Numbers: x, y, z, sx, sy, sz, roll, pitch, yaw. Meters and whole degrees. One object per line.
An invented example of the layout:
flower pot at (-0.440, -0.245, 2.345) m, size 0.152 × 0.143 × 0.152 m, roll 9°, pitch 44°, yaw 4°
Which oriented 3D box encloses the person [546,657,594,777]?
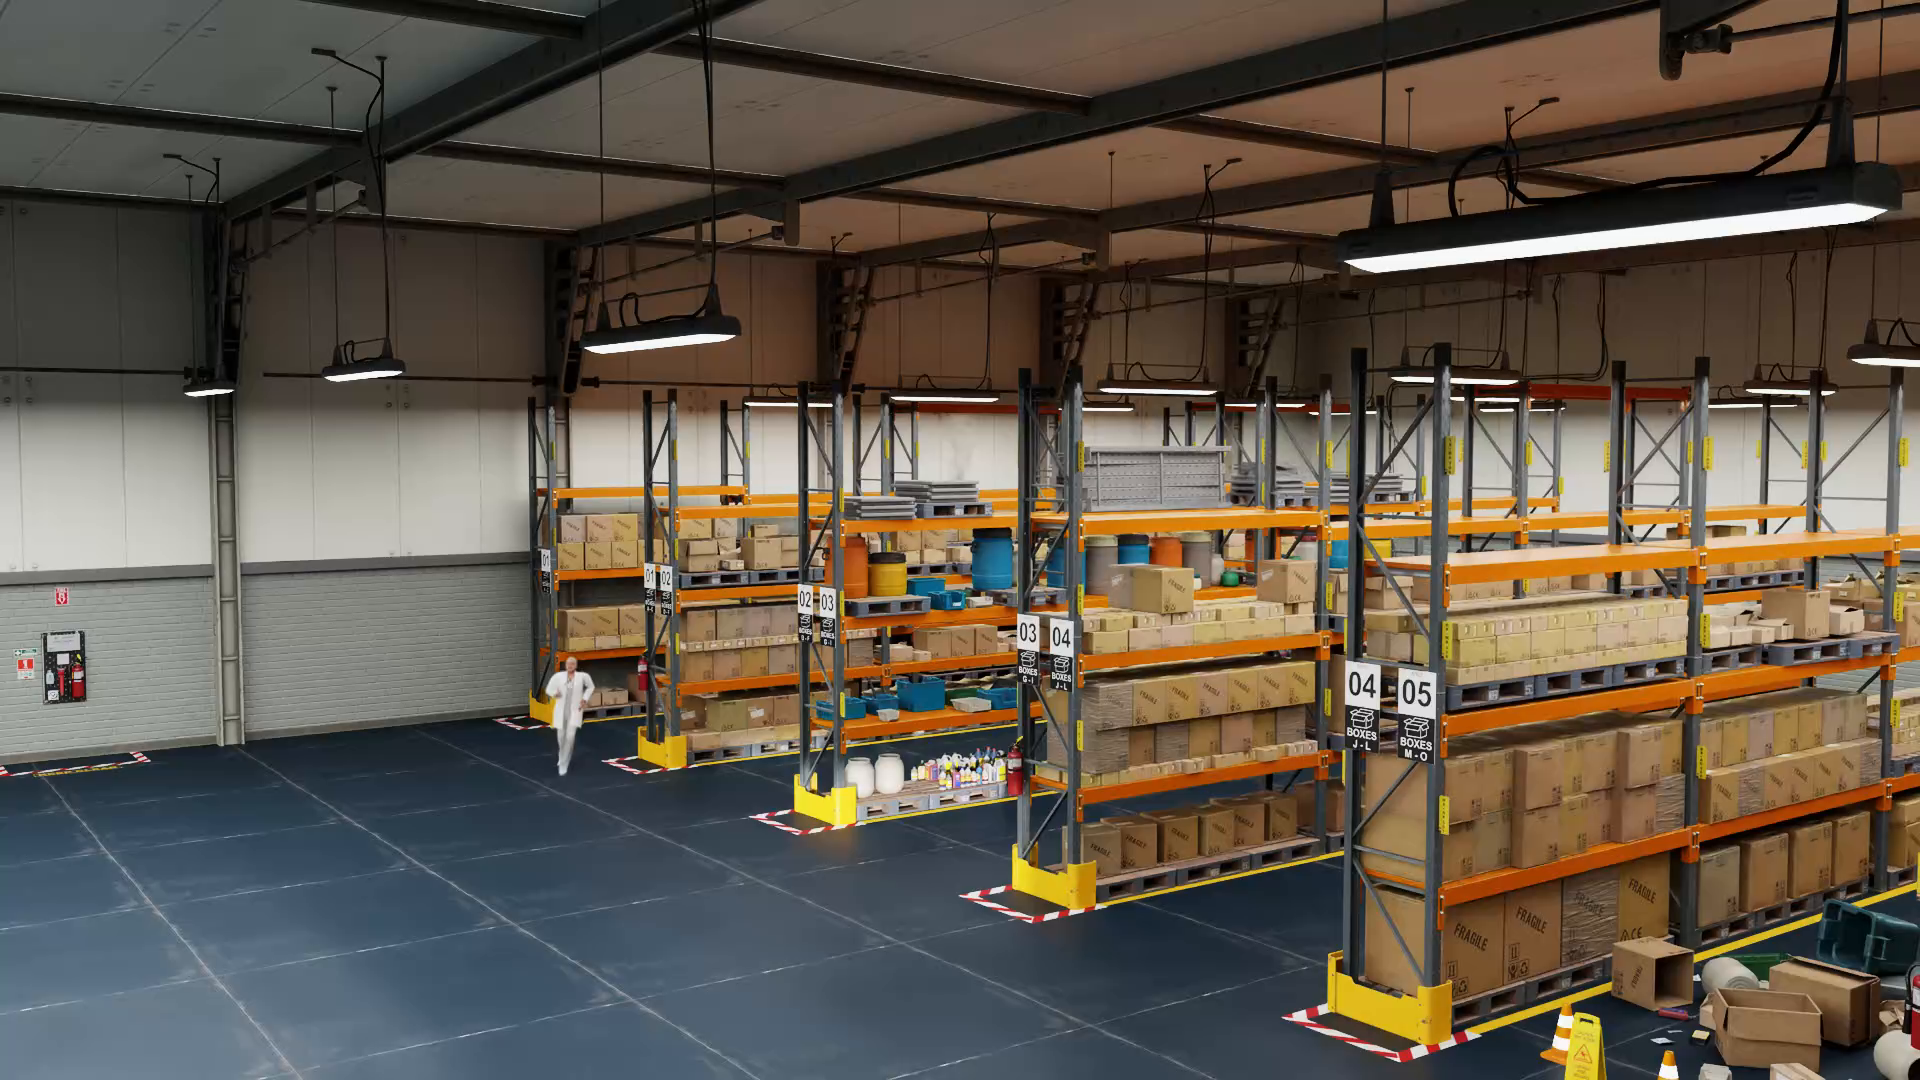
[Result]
person at (-6.125, 2.732, 26.096) m, size 0.714 × 1.818 × 0.950 m, roll 0°, pitch 3°, yaw -4°
